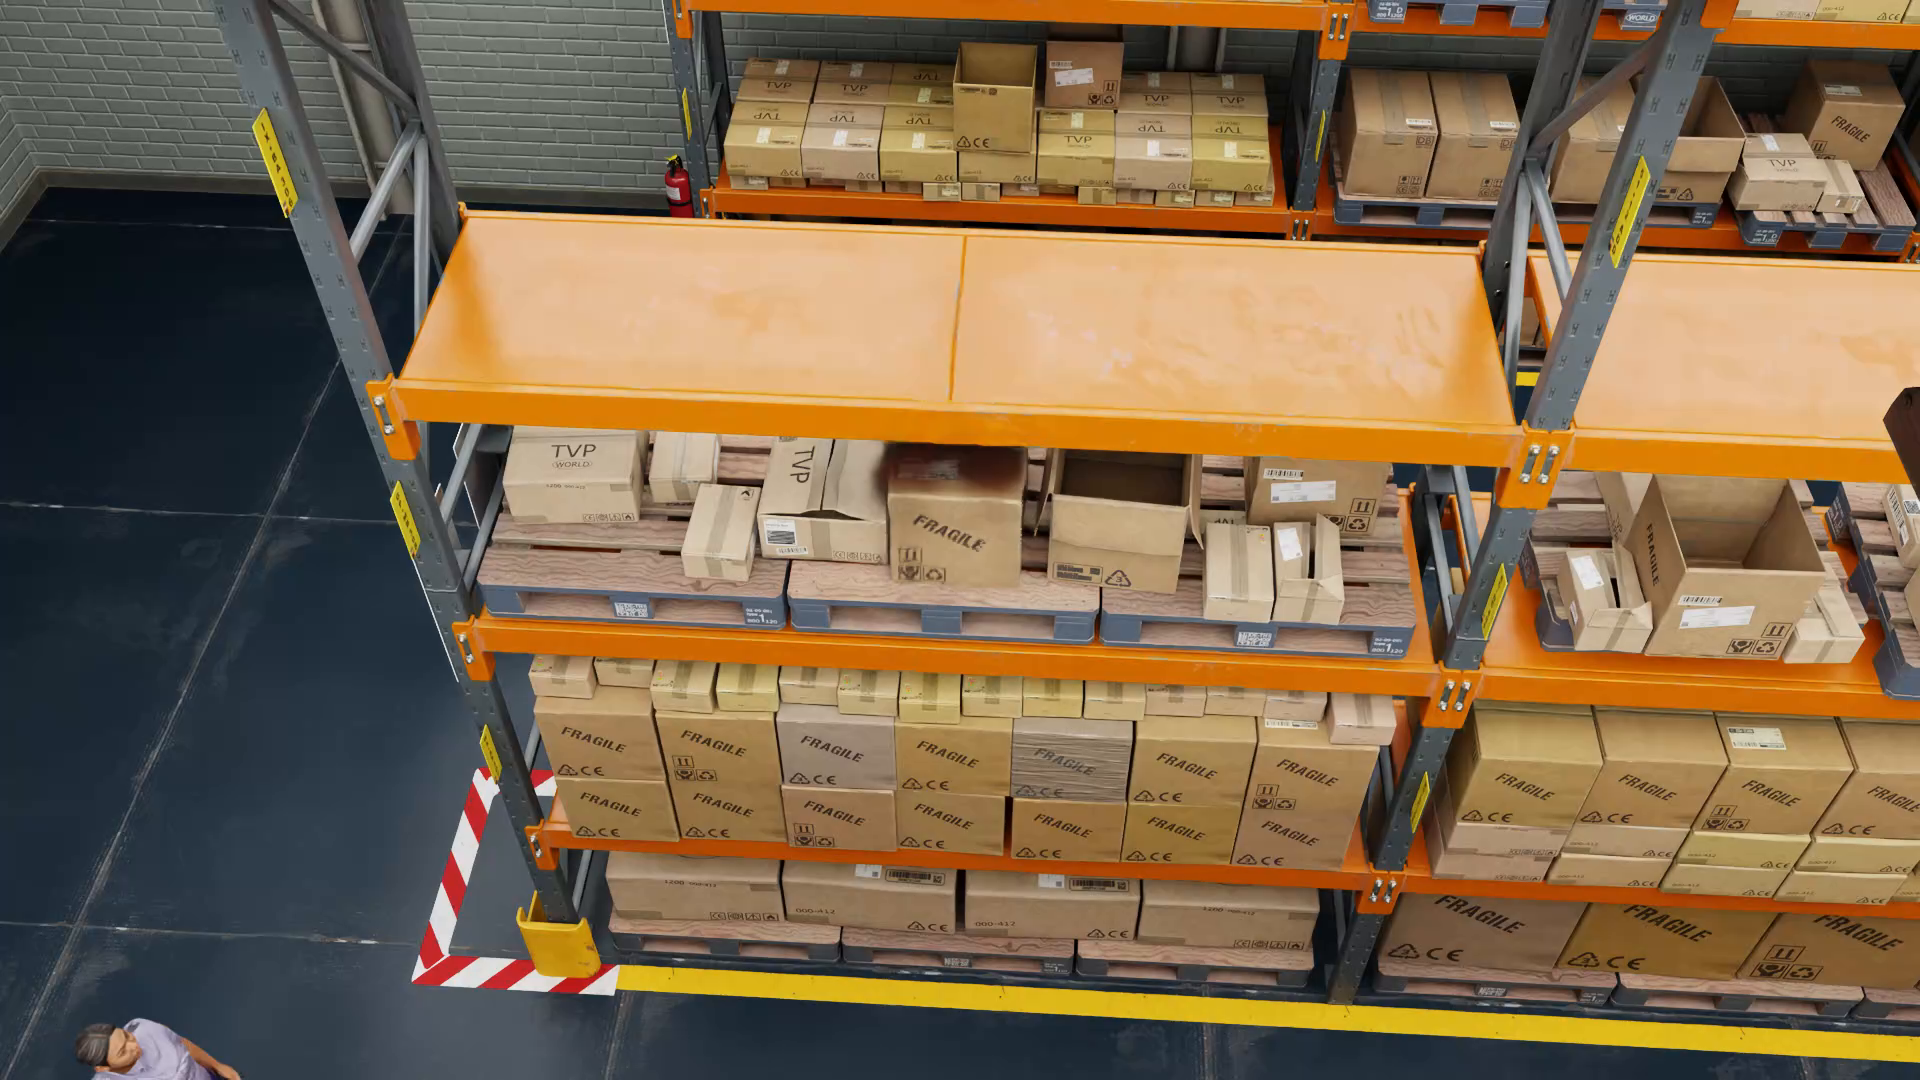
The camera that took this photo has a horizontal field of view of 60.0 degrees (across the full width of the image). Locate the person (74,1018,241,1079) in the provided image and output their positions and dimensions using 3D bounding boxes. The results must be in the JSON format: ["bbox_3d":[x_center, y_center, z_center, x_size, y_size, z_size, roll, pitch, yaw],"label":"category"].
[{"bbox_3d":[-3.314,2.510,7.117,0.399,1.709,0.578,19,51,16],"label":"person"}]
